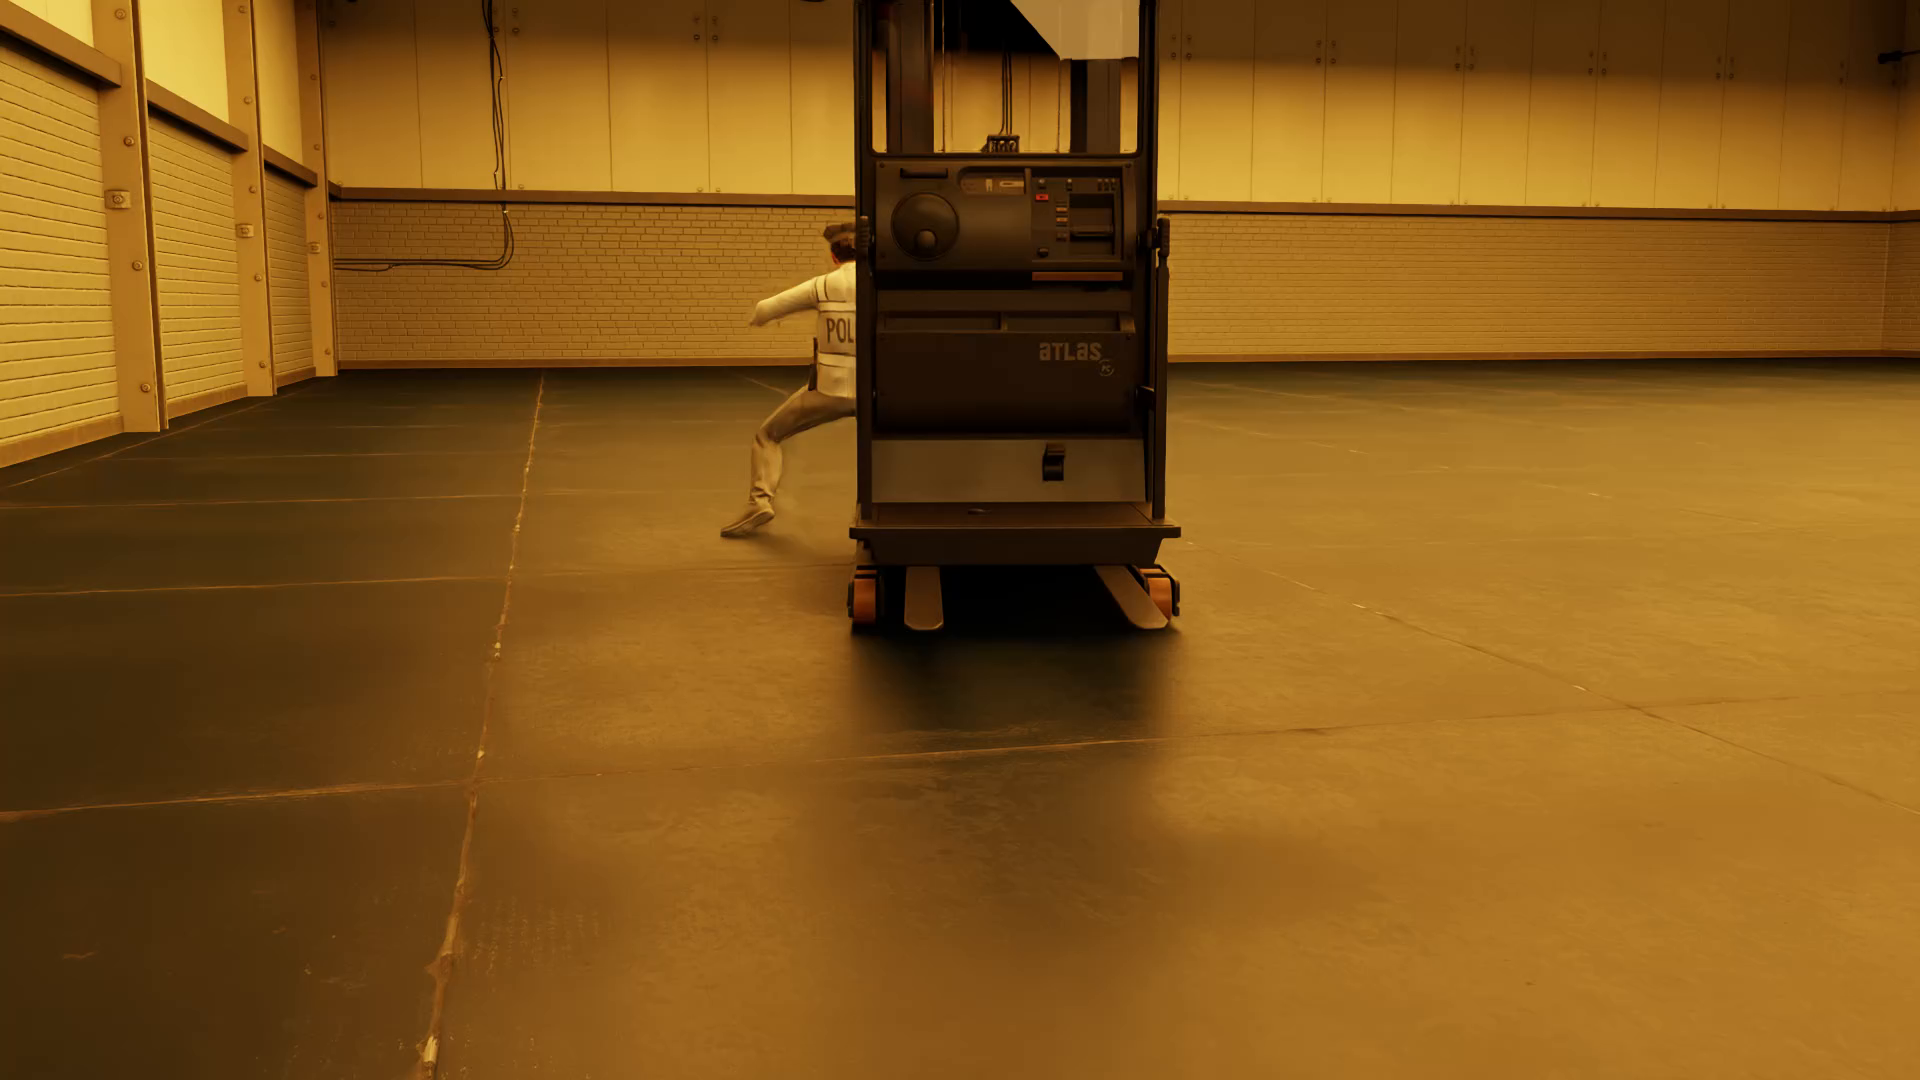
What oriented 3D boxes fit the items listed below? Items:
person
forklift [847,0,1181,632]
[{"bbox_3d":[-0.562,-0.770,7.982,1.189,1.467,0.680,-1,8,-9],"label":"person"},{"bbox_3d":[0.171,-1.204,5.740,1.130,2.935,3.031,0,8,-1],"label":"forklift"}]
